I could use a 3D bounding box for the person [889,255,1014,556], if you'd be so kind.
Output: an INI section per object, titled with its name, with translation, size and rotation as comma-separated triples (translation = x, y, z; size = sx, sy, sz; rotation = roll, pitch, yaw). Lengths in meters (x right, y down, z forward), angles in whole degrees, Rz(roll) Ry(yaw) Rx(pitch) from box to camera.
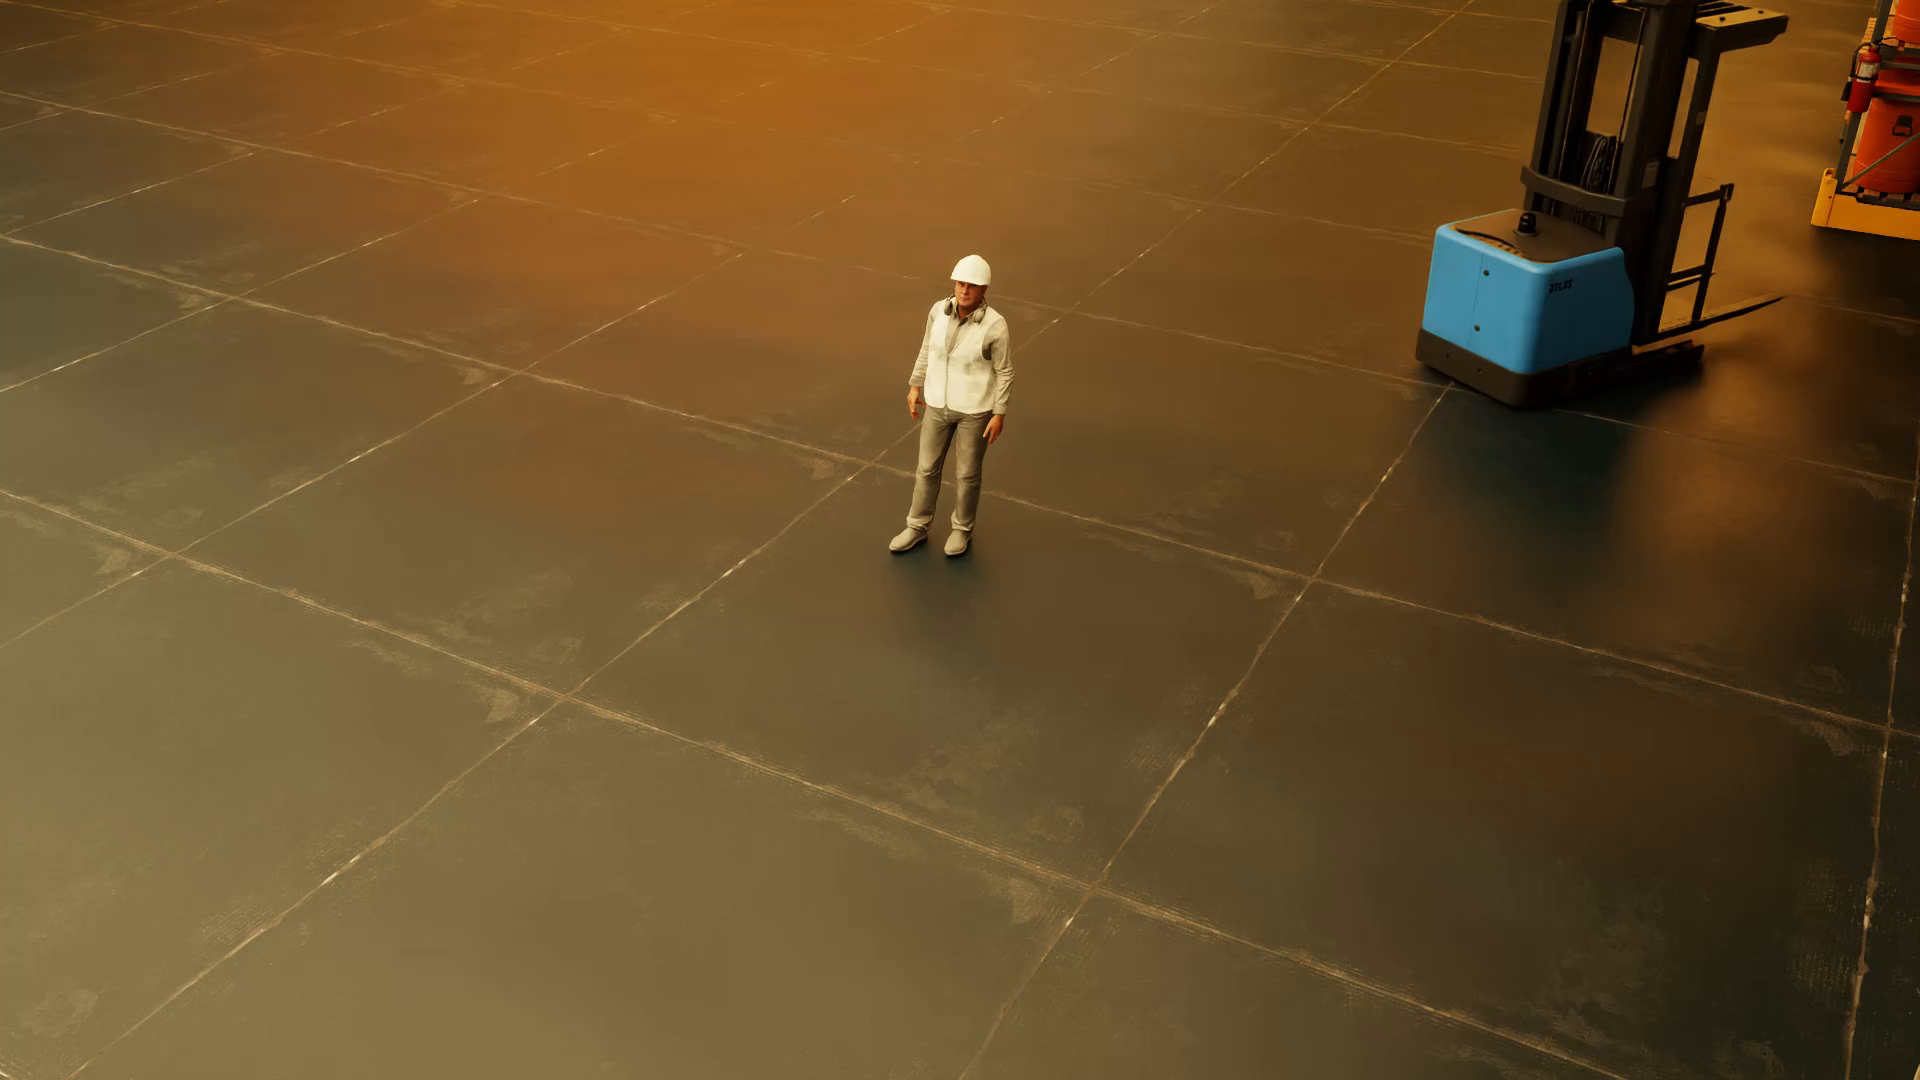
[person]
translation = -0.037, -0.750, 9.512
size = 0.632, 1.773, 0.568
rotation = 15, 33, 25

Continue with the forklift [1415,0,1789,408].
[forklift]
translation = 4.865, -2.714, 11.774
size = 3.031, 2.935, 1.130
rotation = -16, 34, -26
